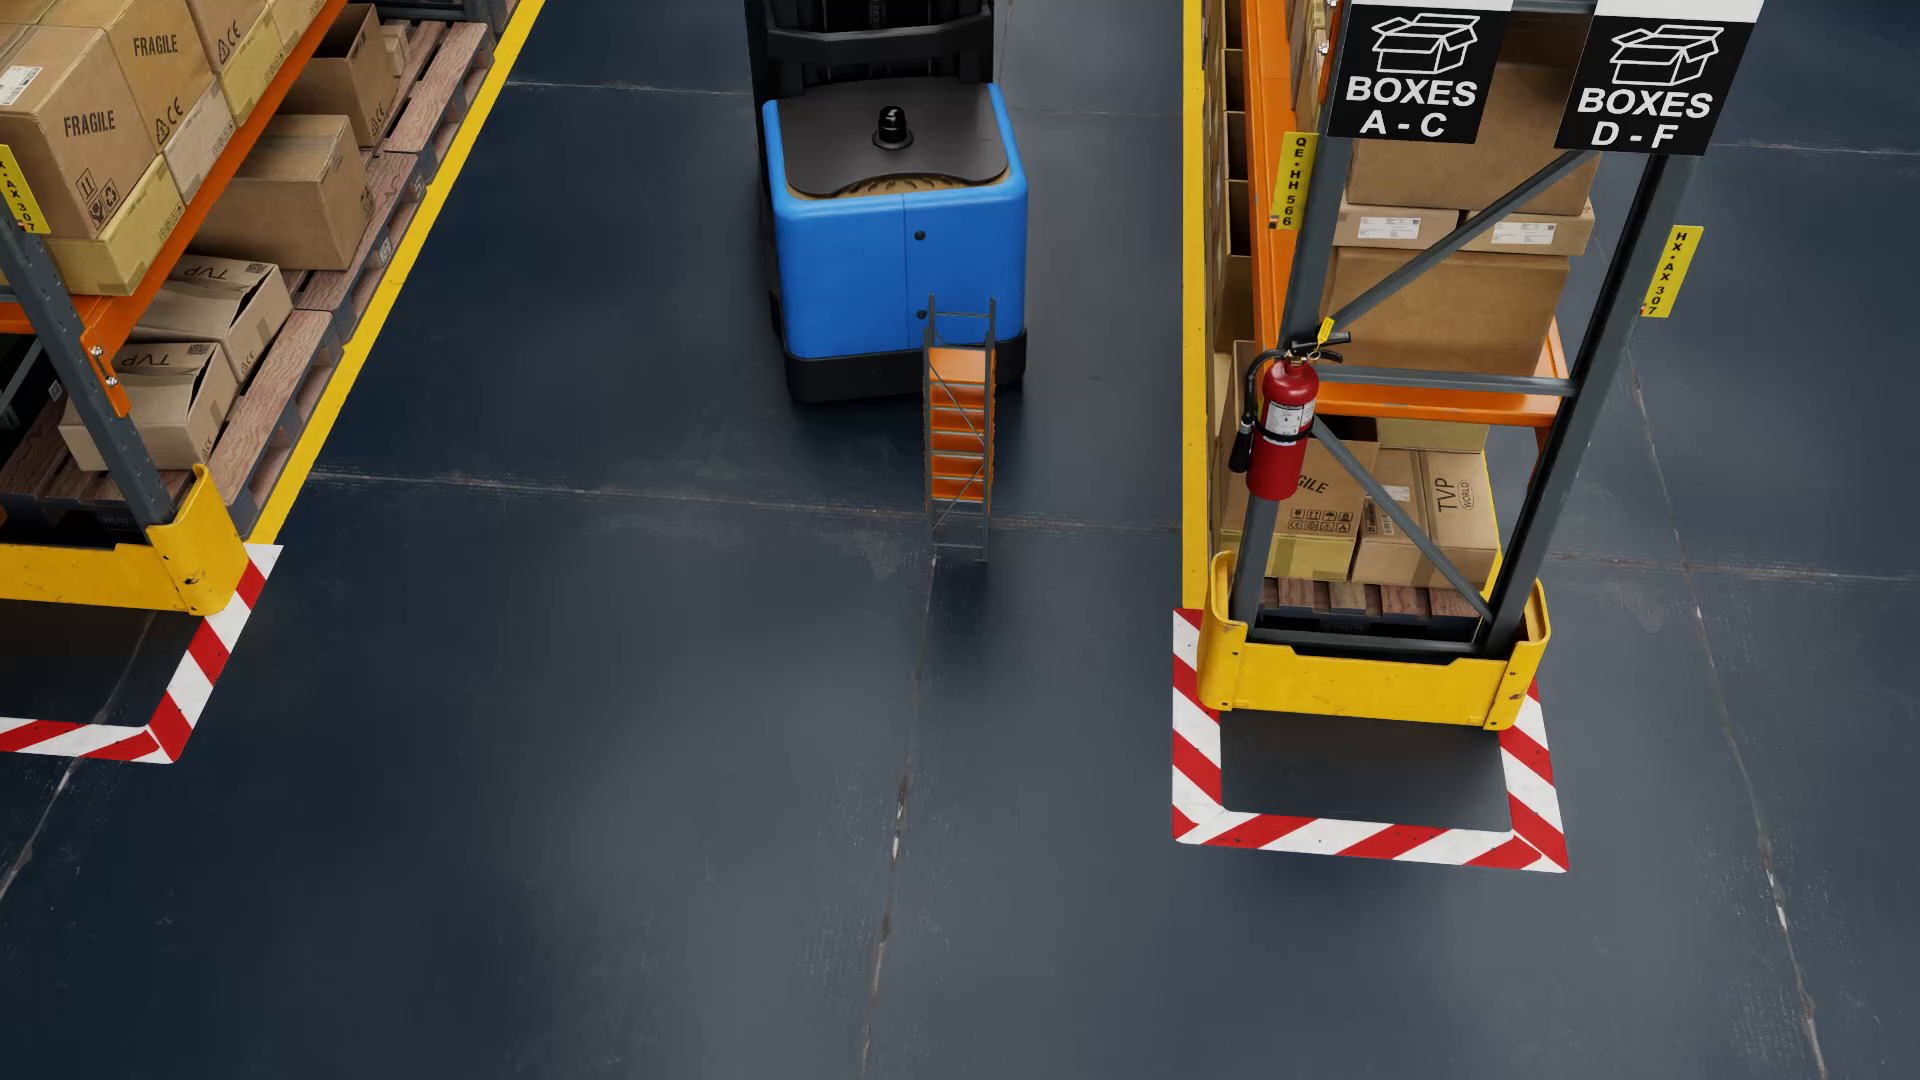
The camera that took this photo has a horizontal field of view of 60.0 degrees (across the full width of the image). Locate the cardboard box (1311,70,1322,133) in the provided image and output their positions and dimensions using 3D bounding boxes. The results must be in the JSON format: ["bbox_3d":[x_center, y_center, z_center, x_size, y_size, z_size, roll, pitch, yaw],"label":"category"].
[{"bbox_3d":[1.373,-1.419,5.508,0.380,0.149,0.250,3,48,3],"label":"cardboard box"}]

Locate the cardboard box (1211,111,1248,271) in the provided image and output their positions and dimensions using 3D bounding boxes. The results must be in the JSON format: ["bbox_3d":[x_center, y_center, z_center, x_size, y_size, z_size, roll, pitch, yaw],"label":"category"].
[{"bbox_3d":[1.358,-1.476,7.138,0.500,0.500,0.500,4,48,4],"label":"cardboard box"}]

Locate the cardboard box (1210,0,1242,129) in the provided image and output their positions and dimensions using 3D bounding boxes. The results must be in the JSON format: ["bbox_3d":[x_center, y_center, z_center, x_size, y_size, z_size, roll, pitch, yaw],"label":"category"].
[{"bbox_3d":[1.455,-2.211,7.810,0.500,0.500,0.500,4,48,4],"label":"cardboard box"}]

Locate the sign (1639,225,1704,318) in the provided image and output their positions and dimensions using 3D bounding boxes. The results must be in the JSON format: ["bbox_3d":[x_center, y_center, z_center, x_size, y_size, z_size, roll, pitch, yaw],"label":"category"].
[{"bbox_3d":[2.035,-0.769,4.781,0.100,0.325,0.005,4,48,4],"label":"sign"}]

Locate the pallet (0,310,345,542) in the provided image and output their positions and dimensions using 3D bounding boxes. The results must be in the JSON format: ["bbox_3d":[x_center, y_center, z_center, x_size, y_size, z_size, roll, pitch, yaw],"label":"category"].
[{"bbox_3d":[-3.335,-0.532,7.094,1.003,0.211,1.213,4,48,4],"label":"pallet"}]

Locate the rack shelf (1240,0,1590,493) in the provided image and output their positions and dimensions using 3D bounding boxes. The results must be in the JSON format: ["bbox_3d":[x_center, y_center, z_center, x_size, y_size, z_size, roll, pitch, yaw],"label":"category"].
[{"bbox_3d":[1.665,-1.719,6.777,1.077,0.370,4.000,4,48,4],"label":"rack shelf"}]

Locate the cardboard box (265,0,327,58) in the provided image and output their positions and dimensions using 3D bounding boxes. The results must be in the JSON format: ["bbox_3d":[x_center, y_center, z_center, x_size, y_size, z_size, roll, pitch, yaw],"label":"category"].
[{"bbox_3d":[-2.957,-2.244,6.858,0.500,0.250,0.500,4,48,4],"label":"cardboard box"}]

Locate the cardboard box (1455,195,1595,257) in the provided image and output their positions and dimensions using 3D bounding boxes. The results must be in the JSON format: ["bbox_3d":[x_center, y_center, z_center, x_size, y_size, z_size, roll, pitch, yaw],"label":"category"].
[{"bbox_3d":[1.733,-1.019,5.142,0.380,0.149,0.250,4,48,3],"label":"cardboard box"}]

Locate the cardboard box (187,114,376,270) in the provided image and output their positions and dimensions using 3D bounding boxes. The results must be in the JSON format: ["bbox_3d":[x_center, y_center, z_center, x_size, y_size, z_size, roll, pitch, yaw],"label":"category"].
[{"bbox_3d":[-3.130,-1.585,7.562,0.700,0.500,0.500,1,48,1],"label":"cardboard box"}]

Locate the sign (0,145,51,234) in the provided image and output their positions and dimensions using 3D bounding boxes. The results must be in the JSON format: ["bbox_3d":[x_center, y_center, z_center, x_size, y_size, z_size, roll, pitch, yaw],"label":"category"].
[{"bbox_3d":[-2.911,-1.079,5.117,0.100,0.325,0.005,4,48,4],"label":"sign"}]

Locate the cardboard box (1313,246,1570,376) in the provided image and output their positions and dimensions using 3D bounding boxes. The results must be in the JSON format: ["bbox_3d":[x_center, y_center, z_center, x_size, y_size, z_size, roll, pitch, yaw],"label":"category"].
[{"bbox_3d":[1.538,-0.868,5.444,0.700,0.500,0.500,4,48,4],"label":"cardboard box"}]

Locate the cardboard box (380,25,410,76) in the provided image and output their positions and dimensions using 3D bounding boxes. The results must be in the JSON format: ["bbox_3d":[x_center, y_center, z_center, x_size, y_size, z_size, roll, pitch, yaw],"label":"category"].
[{"bbox_3d":[-3.105,-2.559,8.680,0.380,0.166,0.250,-2,48,-2],"label":"cardboard box"}]

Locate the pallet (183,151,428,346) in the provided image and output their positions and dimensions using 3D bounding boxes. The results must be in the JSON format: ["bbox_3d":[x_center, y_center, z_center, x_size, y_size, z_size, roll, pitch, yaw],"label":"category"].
[{"bbox_3d":[-3.221,-1.426,7.911,1.003,0.211,1.213,4,48,4],"label":"pallet"}]

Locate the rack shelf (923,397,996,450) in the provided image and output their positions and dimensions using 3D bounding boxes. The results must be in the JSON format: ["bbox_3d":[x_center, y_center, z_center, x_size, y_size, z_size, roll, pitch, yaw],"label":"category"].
[{"bbox_3d":[-0.001,-0.445,6.242,0.258,0.103,0.180,4,48,4],"label":"rack shelf"}]

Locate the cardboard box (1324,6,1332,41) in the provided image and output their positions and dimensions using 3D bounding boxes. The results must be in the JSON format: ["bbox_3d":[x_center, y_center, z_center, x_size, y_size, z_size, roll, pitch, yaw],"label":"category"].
[{"bbox_3d":[1.585,-1.732,5.354,0.700,0.500,0.500,3,48,3],"label":"cardboard box"}]

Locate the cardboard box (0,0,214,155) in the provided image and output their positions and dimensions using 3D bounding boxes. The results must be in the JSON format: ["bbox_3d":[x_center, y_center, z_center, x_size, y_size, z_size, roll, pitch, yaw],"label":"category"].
[{"bbox_3d":[-3.053,-1.725,5.875,0.500,0.500,0.500,4,48,4],"label":"cardboard box"}]

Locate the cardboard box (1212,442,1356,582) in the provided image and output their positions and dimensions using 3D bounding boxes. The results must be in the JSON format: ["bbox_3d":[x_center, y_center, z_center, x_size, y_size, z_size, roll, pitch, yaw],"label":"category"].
[{"bbox_3d":[1.237,-0.120,6.406,0.500,0.250,0.500,4,48,4],"label":"cardboard box"}]

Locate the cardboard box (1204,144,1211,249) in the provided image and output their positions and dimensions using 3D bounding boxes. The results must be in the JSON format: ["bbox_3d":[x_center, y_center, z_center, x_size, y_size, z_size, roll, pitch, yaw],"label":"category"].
[{"bbox_3d":[1.401,-1.591,7.751,0.500,0.250,0.500,4,48,4],"label":"cardboard box"}]

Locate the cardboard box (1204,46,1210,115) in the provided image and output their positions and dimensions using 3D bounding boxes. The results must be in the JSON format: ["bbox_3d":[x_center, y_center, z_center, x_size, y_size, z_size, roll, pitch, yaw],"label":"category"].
[{"bbox_3d":[1.503,-2.325,8.423,0.500,0.250,0.500,4,48,4],"label":"cardboard box"}]

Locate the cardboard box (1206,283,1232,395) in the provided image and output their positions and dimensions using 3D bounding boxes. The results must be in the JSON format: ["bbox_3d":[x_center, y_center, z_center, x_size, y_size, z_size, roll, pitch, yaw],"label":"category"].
[{"bbox_3d":[1.314,-0.856,7.079,0.500,0.250,0.500,4,48,4],"label":"cardboard box"}]

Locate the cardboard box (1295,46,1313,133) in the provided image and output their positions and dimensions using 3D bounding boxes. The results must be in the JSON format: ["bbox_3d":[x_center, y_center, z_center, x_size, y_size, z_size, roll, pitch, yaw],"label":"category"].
[{"bbox_3d":[1.632,-1.619,6.130,0.700,0.500,0.500,4,48,4],"label":"cardboard box"}]

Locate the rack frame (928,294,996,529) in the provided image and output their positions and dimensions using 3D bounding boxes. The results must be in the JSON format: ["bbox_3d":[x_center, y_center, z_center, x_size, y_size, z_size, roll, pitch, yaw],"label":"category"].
[{"bbox_3d":[0.007,-0.462,6.359,0.240,1.200,0.006,4,48,4],"label":"rack frame"}]

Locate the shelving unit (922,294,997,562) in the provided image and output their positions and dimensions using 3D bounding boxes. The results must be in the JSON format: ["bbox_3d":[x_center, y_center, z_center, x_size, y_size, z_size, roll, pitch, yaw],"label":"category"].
[{"bbox_3d":[-0.001,-0.394,6.298,0.258,1.200,0.189,4,48,4],"label":"shelving unit"}]

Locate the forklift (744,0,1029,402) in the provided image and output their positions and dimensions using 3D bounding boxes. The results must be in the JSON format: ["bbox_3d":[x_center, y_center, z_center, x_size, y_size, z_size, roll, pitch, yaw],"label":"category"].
[{"bbox_3d":[-0.429,-2.686,7.220,1.130,2.935,3.031,-6,48,-5],"label":"forklift"}]

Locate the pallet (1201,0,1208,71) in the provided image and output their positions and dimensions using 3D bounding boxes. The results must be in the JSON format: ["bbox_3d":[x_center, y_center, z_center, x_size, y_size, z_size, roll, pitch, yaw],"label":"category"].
[{"bbox_3d":[1.875,-3.035,9.382,1.003,0.211,1.213,4,48,4],"label":"pallet"}]

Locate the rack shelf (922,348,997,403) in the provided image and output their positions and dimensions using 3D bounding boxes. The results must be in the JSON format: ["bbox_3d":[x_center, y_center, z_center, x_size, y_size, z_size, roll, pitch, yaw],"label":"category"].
[{"bbox_3d":[-0.001,-0.607,6.065,0.258,0.103,0.180,4,48,4],"label":"rack shelf"}]

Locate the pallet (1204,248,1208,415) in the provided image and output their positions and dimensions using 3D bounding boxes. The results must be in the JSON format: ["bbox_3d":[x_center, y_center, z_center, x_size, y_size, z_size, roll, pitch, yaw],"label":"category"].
[{"bbox_3d":[1.624,-1.010,7.531,1.003,0.211,1.213,4,48,4],"label":"pallet"}]

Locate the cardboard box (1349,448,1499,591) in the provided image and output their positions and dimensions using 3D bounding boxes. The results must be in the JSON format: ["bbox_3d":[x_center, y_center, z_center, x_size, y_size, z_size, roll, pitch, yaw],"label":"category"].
[{"bbox_3d":[1.753,-0.085,6.374,0.500,0.250,0.500,4,48,4],"label":"cardboard box"}]

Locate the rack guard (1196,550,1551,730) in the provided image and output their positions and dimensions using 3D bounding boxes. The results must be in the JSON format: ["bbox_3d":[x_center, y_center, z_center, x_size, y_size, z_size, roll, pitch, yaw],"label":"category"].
[{"bbox_3d":[1.480,0.369,6.074,1.175,0.500,0.348,4,48,4],"label":"rack guard"}]

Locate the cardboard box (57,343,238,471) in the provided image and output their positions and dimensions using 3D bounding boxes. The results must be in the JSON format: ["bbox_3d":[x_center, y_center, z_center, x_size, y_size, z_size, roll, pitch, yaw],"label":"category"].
[{"bbox_3d":[-3.298,-0.566,6.759,0.500,0.311,0.500,-1,48,-1],"label":"cardboard box"}]

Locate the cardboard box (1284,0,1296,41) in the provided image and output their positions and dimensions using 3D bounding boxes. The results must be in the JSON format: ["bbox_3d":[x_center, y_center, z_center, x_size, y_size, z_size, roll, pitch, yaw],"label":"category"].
[{"bbox_3d":[1.722,-2.382,6.829,0.700,0.500,0.500,5,48,4],"label":"cardboard box"}]

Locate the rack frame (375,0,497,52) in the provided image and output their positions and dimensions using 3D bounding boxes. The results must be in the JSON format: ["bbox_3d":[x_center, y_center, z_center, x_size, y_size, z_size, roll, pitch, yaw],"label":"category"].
[{"bbox_3d":[-3.086,-3.762,8.158,1.000,3.000,0.127,4,48,4],"label":"rack frame"}]

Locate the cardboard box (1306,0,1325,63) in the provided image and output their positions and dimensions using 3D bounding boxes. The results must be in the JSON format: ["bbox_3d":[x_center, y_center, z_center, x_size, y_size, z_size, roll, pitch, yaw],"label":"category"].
[{"bbox_3d":[1.422,-1.797,5.853,0.380,0.149,0.250,5,48,5],"label":"cardboard box"}]

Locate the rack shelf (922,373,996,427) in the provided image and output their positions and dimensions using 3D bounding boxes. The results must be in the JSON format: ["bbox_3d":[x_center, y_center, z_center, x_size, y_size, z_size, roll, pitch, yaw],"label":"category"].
[{"bbox_3d":[-0.001,-0.526,6.153,0.258,0.103,0.180,4,48,4],"label":"rack shelf"}]

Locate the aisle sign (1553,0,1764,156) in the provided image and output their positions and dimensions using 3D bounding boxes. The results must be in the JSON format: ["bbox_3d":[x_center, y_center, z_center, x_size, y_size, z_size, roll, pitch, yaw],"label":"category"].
[{"bbox_3d":[1.781,-1.301,4.145,0.394,0.787,0.004,4,48,4],"label":"aisle sign"}]

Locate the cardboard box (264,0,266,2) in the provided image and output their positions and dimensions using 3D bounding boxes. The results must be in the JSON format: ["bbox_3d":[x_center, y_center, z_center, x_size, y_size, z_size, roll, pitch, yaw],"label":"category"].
[{"bbox_3d":[-2.965,-2.484,6.569,0.500,0.500,0.500,5,48,5],"label":"cardboard box"}]

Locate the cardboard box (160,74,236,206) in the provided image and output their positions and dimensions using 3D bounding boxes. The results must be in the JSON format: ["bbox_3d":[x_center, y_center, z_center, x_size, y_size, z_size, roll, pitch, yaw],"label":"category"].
[{"bbox_3d":[-3.057,-1.499,6.176,0.500,0.250,0.500,3,48,2],"label":"cardboard box"}]

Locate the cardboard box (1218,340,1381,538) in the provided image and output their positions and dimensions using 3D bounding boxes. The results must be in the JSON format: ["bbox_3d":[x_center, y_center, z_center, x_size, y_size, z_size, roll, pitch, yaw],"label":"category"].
[{"bbox_3d":[1.235,-0.373,6.129,0.500,0.500,0.500,4,48,4],"label":"cardboard box"}]

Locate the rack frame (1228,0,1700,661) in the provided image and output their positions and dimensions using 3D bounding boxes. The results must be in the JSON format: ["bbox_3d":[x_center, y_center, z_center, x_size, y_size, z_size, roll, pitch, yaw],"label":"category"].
[{"bbox_3d":[1.482,-0.492,5.168,1.000,3.000,0.127,4,48,4],"label":"rack frame"}]
